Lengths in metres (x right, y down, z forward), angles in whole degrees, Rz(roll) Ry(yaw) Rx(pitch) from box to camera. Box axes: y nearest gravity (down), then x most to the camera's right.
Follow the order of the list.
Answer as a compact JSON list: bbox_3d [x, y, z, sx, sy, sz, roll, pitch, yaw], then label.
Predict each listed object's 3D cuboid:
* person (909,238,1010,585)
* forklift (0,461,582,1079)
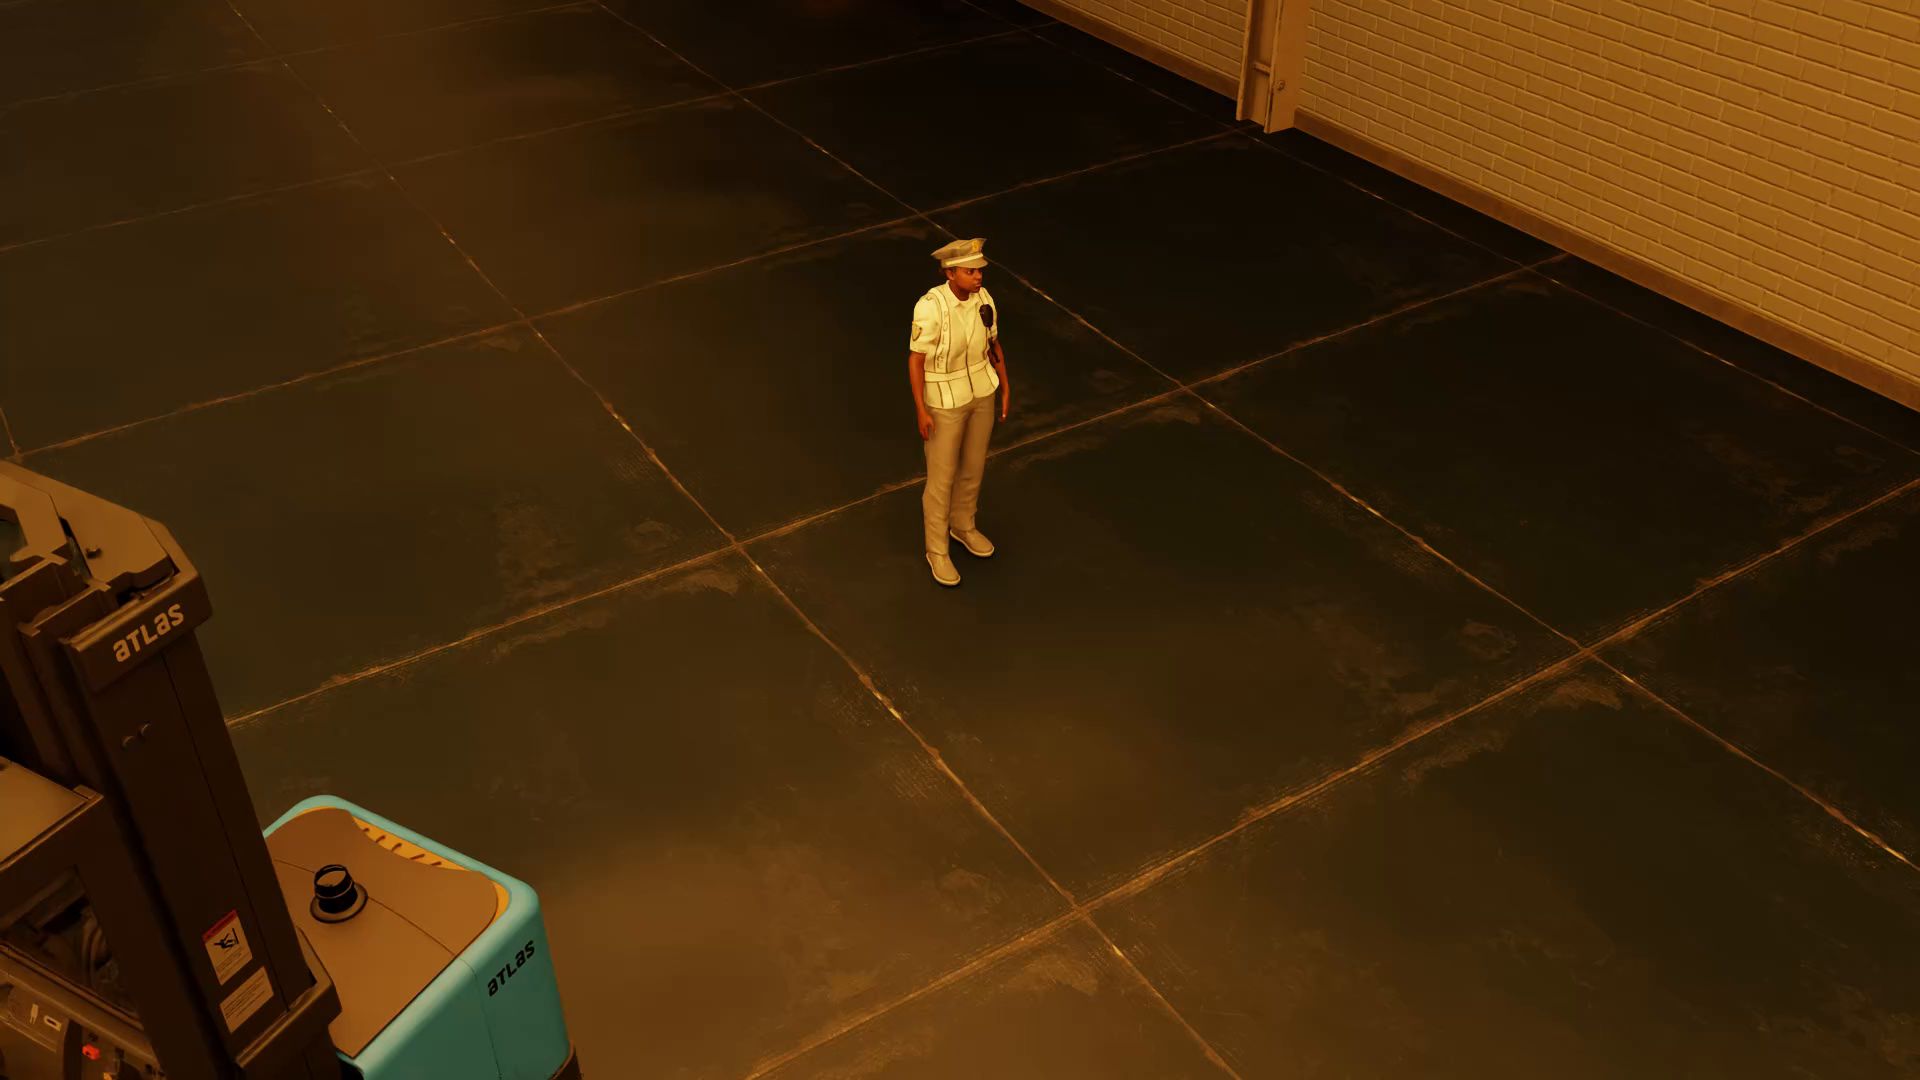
[{"bbox_3d":[0.024,-0.657,8.146,0.569,1.695,0.530,-21,40,-27],"label":"person"},{"bbox_3d":[-2.466,1.396,4.161,1.130,2.935,3.031,17,39,23],"label":"forklift"}]
